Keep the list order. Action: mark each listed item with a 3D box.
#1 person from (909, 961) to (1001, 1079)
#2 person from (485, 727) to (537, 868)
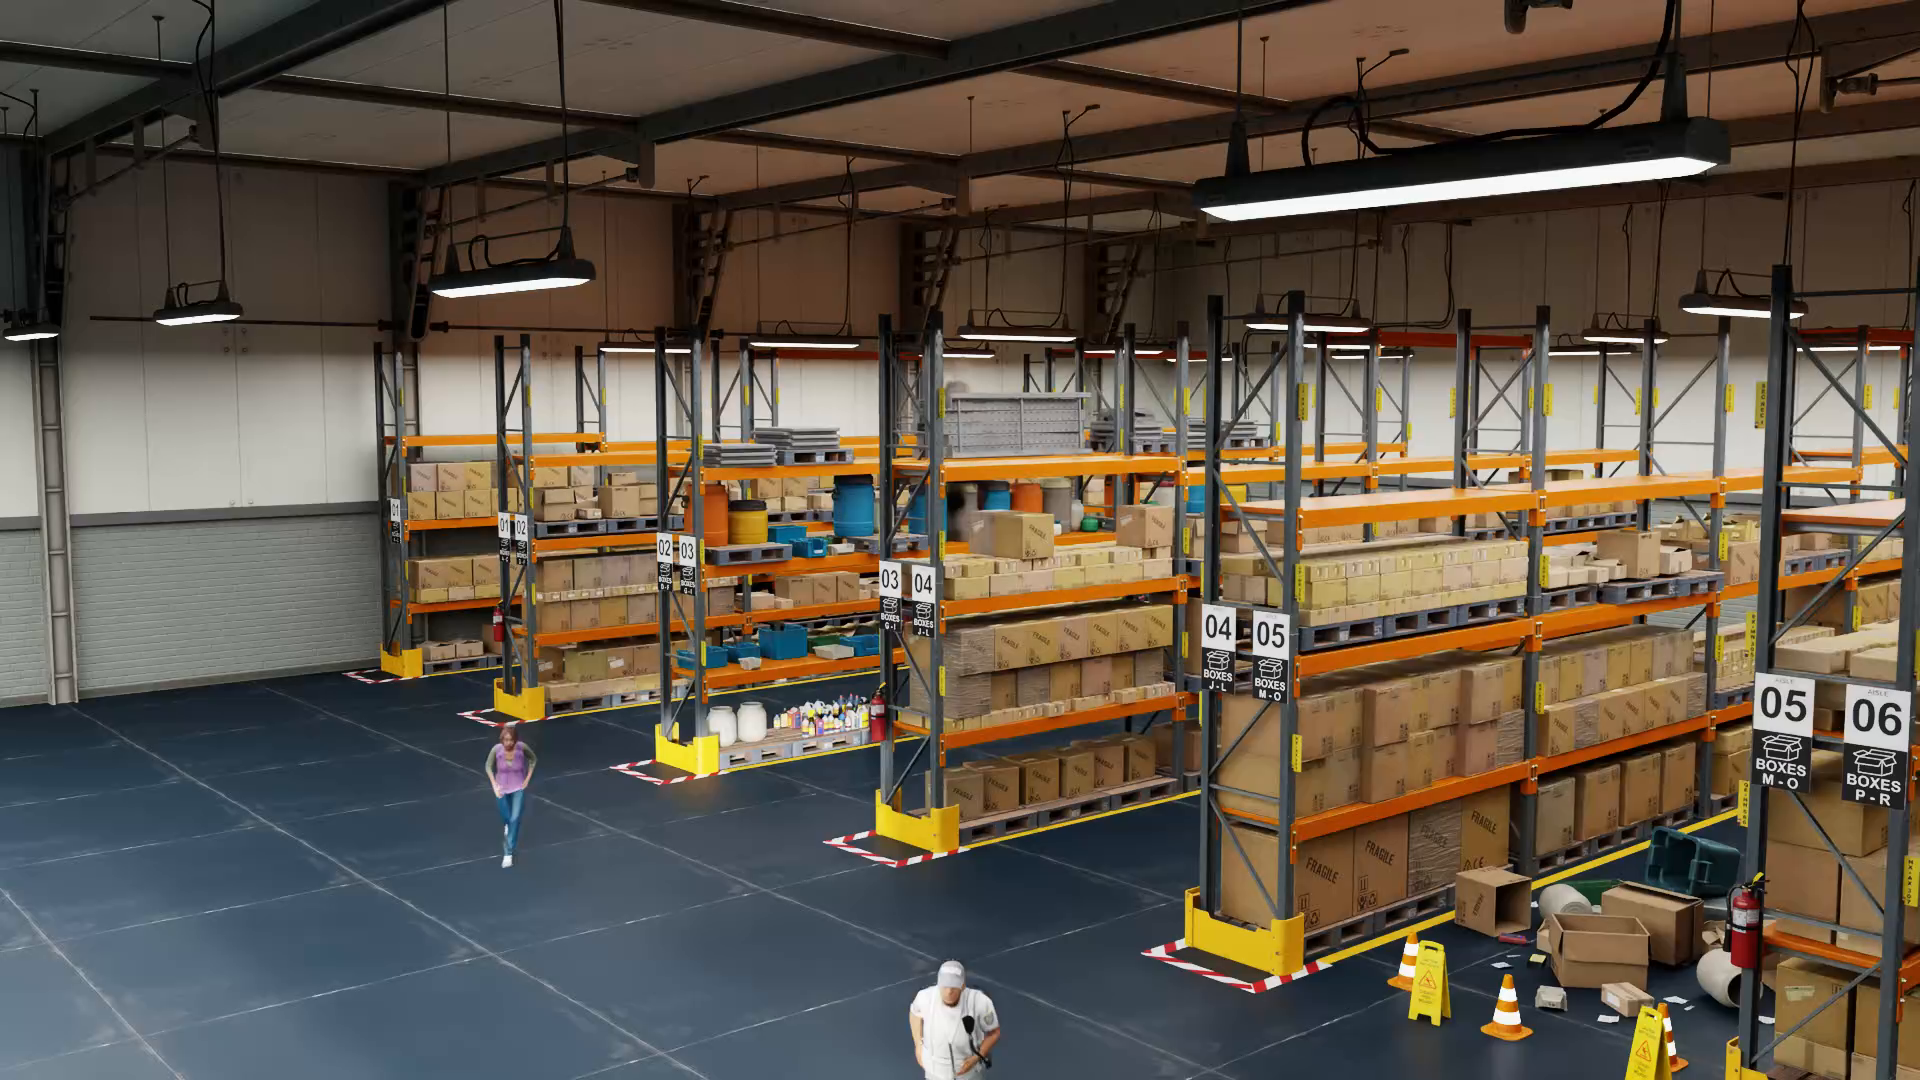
[{"bbox_3d":[-0.035,3.425,10.703,0.599,1.604,0.763,0,5,3],"label":"person"},{"bbox_3d":[-4.940,2.760,18.303,0.550,1.548,0.868,-2,5,-18],"label":"person"}]
